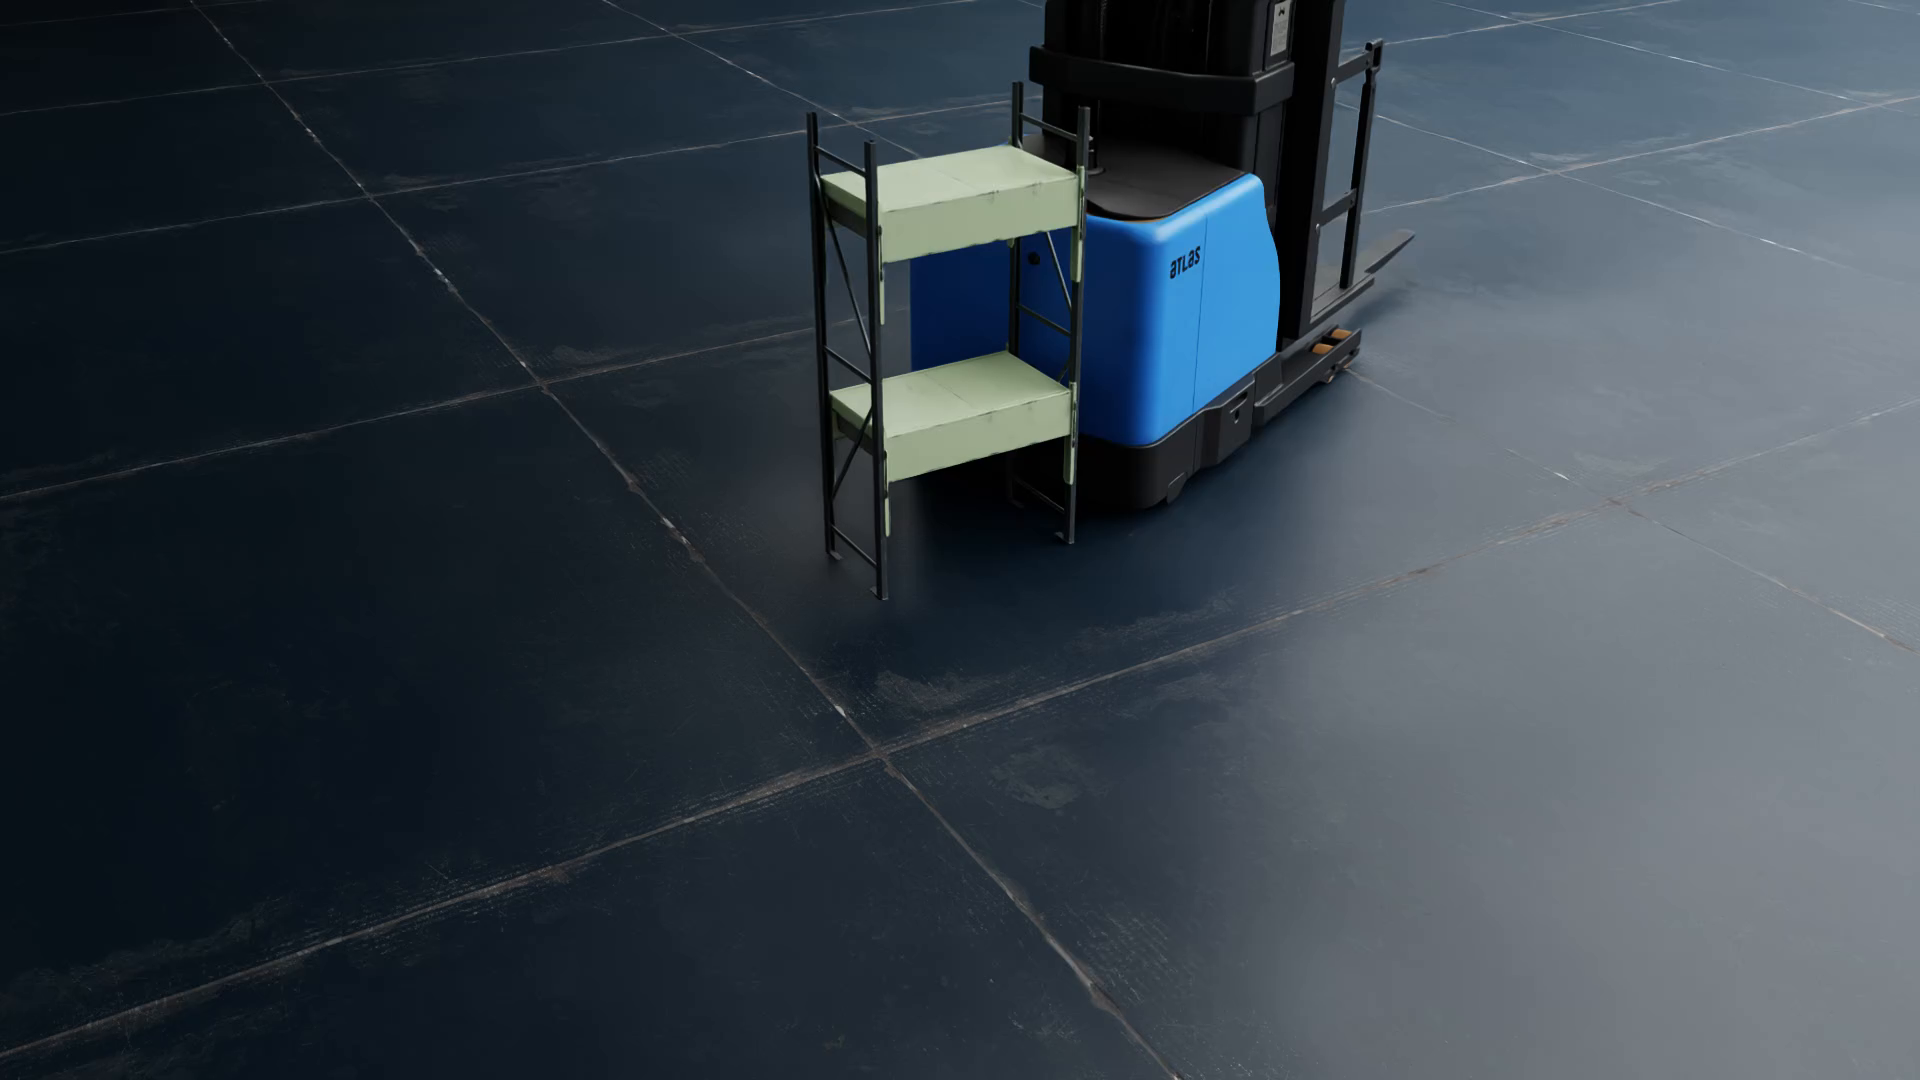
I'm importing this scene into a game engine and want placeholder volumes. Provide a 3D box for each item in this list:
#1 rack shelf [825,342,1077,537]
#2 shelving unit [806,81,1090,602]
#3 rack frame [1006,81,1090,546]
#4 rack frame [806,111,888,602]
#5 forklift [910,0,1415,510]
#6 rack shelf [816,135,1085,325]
[{"bbox_3d":[-0.034,-0.346,5.499,0.720,0.370,0.431,-16,33,-27],"label":"rack shelf"},{"bbox_3d":[-0.034,-0.631,5.341,0.755,1.500,0.431,-16,33,-27],"label":"shelving unit"},{"bbox_3d":[0.279,-0.723,5.507,0.023,1.500,0.400,-16,33,-27],"label":"rack frame"},{"bbox_3d":[-0.347,-0.540,5.175,0.023,1.500,0.400,-16,33,-27],"label":"rack frame"},{"bbox_3d":[1.049,-2.052,6.435,1.130,2.935,3.031,18,34,30],"label":"forklift"},{"bbox_3d":[-0.034,-0.973,5.153,0.720,0.370,0.431,-16,33,-27],"label":"rack shelf"}]
